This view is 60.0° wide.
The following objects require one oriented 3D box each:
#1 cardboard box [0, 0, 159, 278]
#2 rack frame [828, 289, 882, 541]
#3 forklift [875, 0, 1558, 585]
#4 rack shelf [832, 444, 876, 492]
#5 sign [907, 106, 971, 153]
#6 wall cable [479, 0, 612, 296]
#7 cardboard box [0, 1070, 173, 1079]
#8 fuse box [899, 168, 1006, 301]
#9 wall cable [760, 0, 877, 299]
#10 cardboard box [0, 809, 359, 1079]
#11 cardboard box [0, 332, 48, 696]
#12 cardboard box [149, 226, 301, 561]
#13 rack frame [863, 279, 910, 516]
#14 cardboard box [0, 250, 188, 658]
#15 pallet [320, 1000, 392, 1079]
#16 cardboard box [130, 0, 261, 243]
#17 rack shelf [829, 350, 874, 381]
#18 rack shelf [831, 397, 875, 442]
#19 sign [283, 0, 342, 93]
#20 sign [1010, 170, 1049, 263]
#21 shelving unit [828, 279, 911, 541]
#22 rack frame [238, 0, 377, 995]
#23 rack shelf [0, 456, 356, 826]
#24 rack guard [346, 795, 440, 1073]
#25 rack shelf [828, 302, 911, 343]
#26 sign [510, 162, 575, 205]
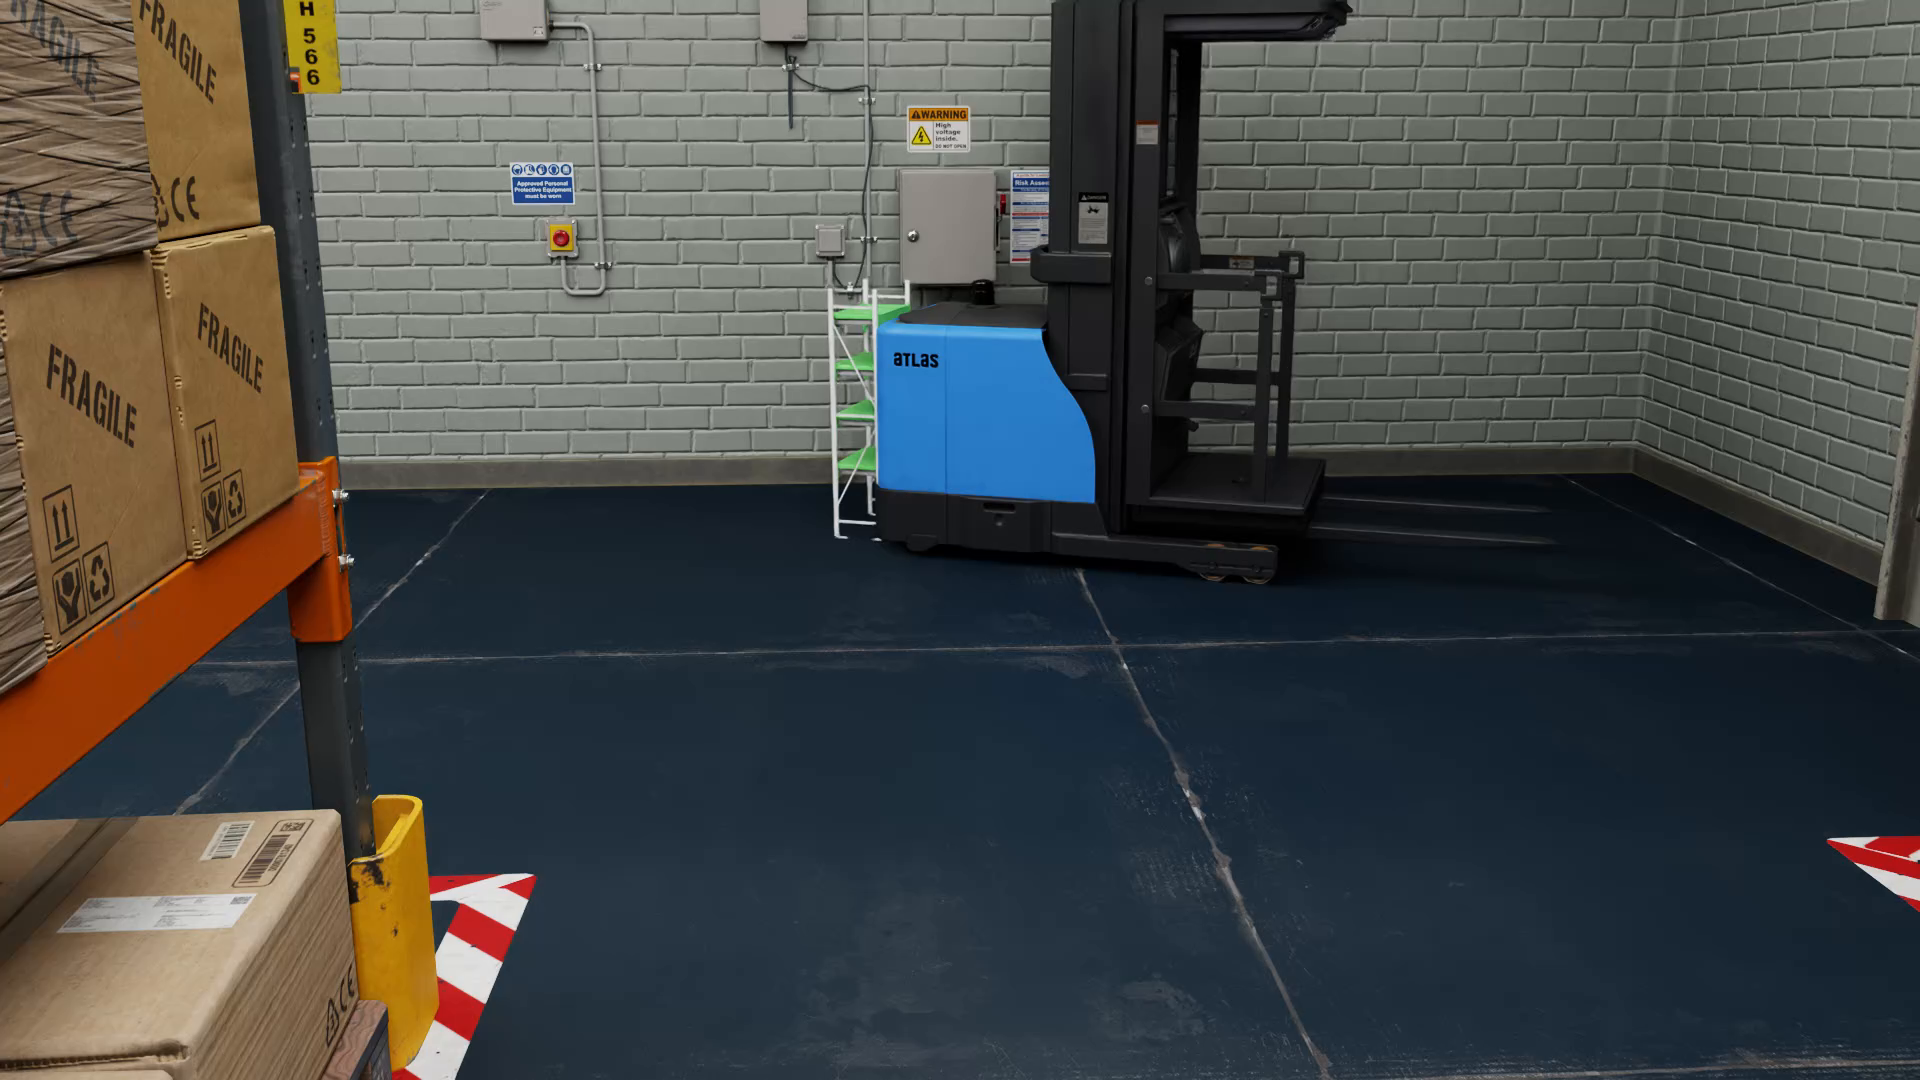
[{"bbox_3d":[-1.449,-0.620,2.210,0.500,0.500,0.500,-1,14,-3],"label":"cardboard box"},{"bbox_3d":[-0.496,-0.587,7.893,0.240,1.200,0.015,4,15,16],"label":"rack frame"},{"bbox_3d":[1.179,-1.372,7.478,3.031,2.935,1.130,4,15,16],"label":"forklift"},{"bbox_3d":[-0.424,-0.350,8.195,0.258,0.148,0.480,4,15,16],"label":"rack shelf"},{"bbox_3d":[-0.113,-2.182,8.830,0.339,0.242,0.001,-1,14,-3],"label":"sign"},{"bbox_3d":[-2.151,-2.242,8.620,0.585,1.953,0.123,-1,14,-3],"label":"wall cable"},{"bbox_3d":[-1.573,1.094,2.053,0.875,0.438,0.875,0,14,-2],"label":"cardboard box"},{"bbox_3d":[-0.045,-1.107,8.896,0.539,1.711,0.414,-1,14,-3],"label":"fuse box"},{"bbox_3d":[-0.736,-2.252,8.721,0.588,1.984,0.122,-1,14,-3],"label":"wall cable"},{"bbox_3d":[-1.638,0.867,2.937,0.875,0.438,0.875,-1,14,-5],"label":"cardboard box"},{"bbox_3d":[-1.427,-0.013,1.856,0.500,0.500,0.500,0,14,-2],"label":"cardboard box"},{"bbox_3d":[-1.484,-0.266,2.839,0.500,0.500,0.500,-1,14,-3],"label":"cardboard box"},{"bbox_3d":[-0.358,-0.703,8.347,0.240,1.200,0.015,4,15,16],"label":"rack frame"},{"bbox_3d":[-1.468,-0.141,2.353,0.500,0.500,0.500,-1,14,-5],"label":"cardboard box"},{"bbox_3d":[-1.651,1.215,2.881,1.003,0.211,1.213,-1,14,-3],"label":"pallet"},{"bbox_3d":[-1.511,-0.750,2.713,0.500,0.500,0.500,0,14,-2],"label":"cardboard box"},{"bbox_3d":[-0.428,-0.816,8.077,0.258,0.148,0.480,4,15,16],"label":"rack shelf"},{"bbox_3d":[-0.426,-0.583,8.136,0.258,0.148,0.480,4,15,16],"label":"rack shelf"},{"bbox_3d":[-1.236,-1.014,3.147,0.100,0.325,0.005,-1,14,-3],"label":"sign"},{"bbox_3d":[0.435,-1.745,8.978,0.329,0.494,0.001,-1,14,-3],"label":"sign"},{"bbox_3d":[-0.427,-0.645,8.120,0.258,1.200,0.503,4,15,16],"label":"shelving unit"},{"bbox_3d":[-1.778,-0.333,3.302,1.000,3.000,0.127,-1,14,-3],"label":"rack frame"},{"bbox_3d":[-1.654,0.513,1.458,1.077,0.370,4.000,-1,14,-3],"label":"rack shelf"},{"bbox_3d":[-1.780,0.871,3.637,1.175,0.500,0.348,-1,14,-3],"label":"rack guard"},{"bbox_3d":[-0.430,-1.048,8.017,0.258,0.148,0.480,4,15,16],"label":"rack shelf"},{"bbox_3d":[-2.203,-1.881,8.773,0.327,0.218,0.001,-1,14,-3],"label":"sign"}]
